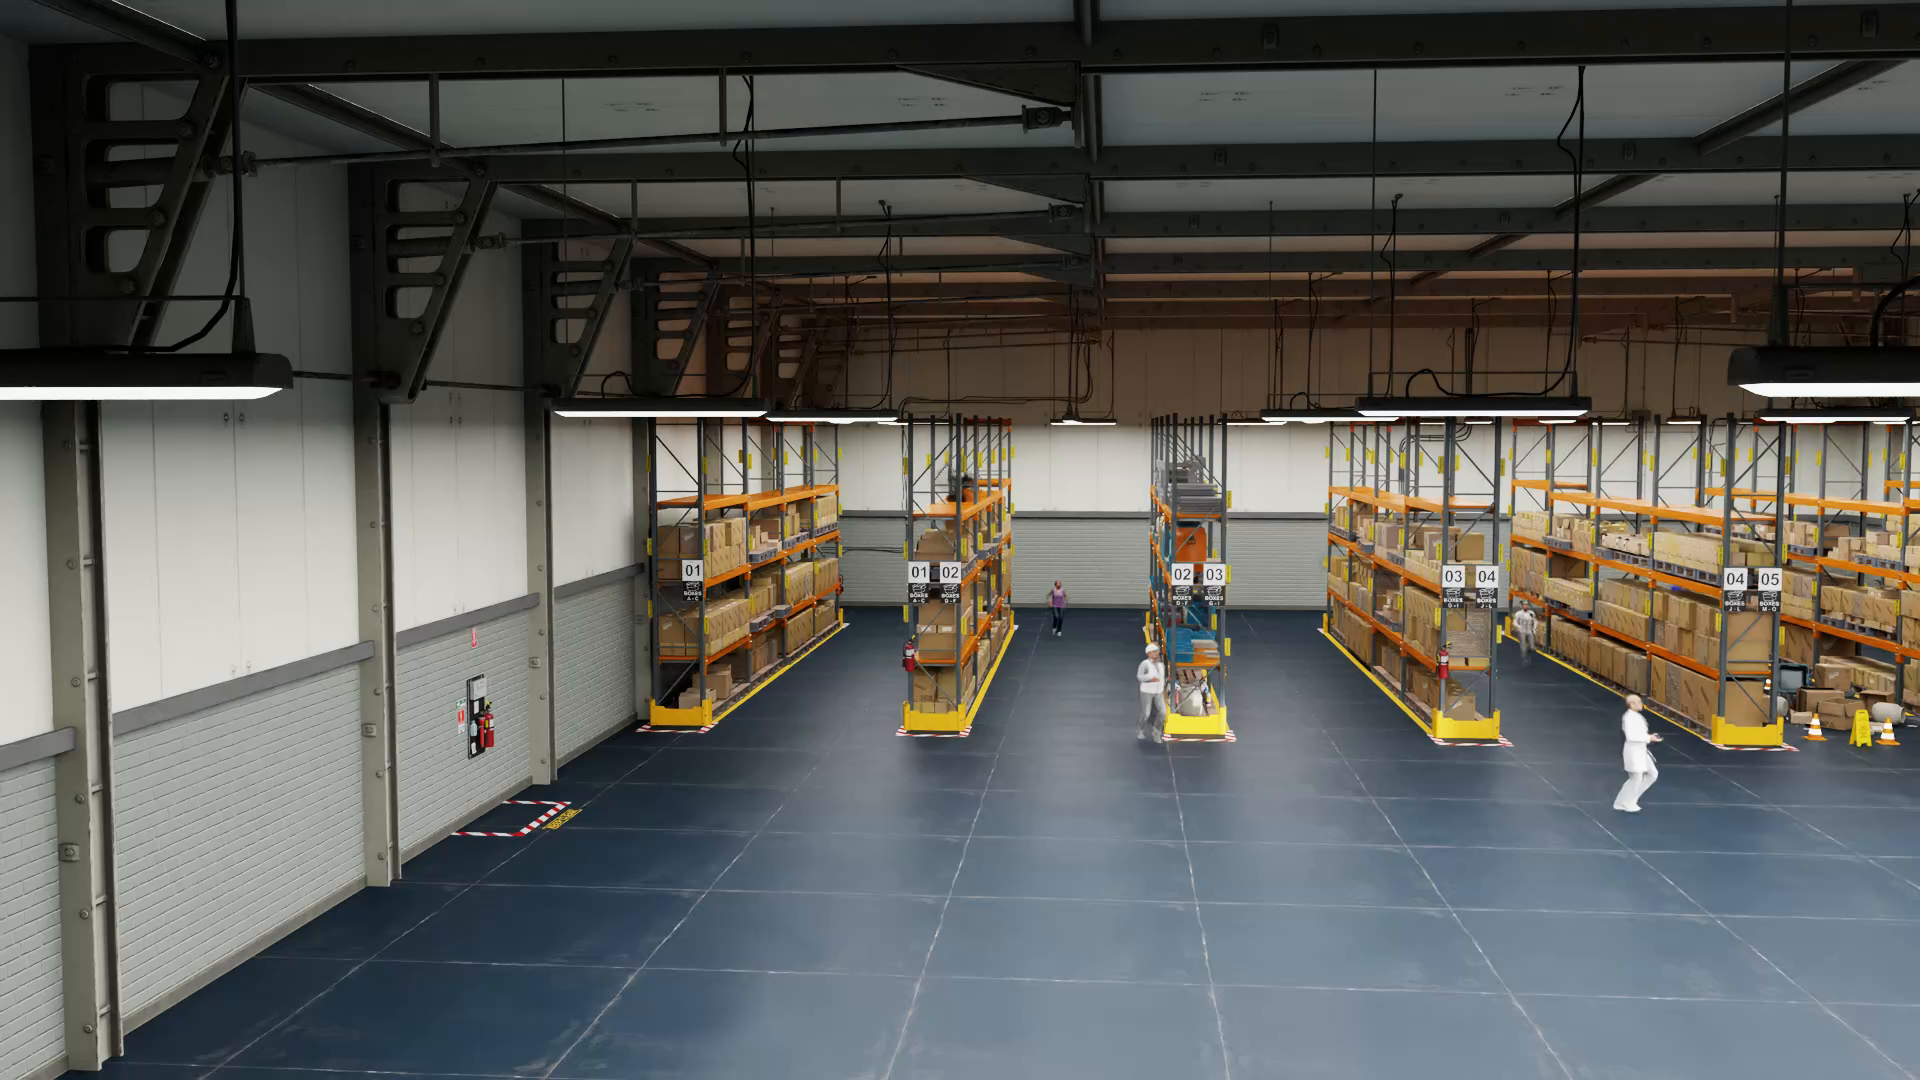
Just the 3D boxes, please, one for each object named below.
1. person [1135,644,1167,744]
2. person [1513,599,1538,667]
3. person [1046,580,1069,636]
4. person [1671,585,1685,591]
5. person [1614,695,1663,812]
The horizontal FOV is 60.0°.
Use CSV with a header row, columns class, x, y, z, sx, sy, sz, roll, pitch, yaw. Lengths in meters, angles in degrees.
class,x,y,z,sx,sy,sz,roll,pitch,yaw
person,3.507,2.809,30.313,0.653,1.828,0.680,-2,4,-27
person,13.491,2.224,39.607,0.589,1.653,0.528,0,4,7
person,2.705,1.870,45.752,0.588,1.566,0.629,-1,4,-10
person,20.365,1.757,47.089,0.677,1.680,0.609,1,4,18
person,10.086,3.185,24.677,0.687,1.772,0.692,3,5,34
